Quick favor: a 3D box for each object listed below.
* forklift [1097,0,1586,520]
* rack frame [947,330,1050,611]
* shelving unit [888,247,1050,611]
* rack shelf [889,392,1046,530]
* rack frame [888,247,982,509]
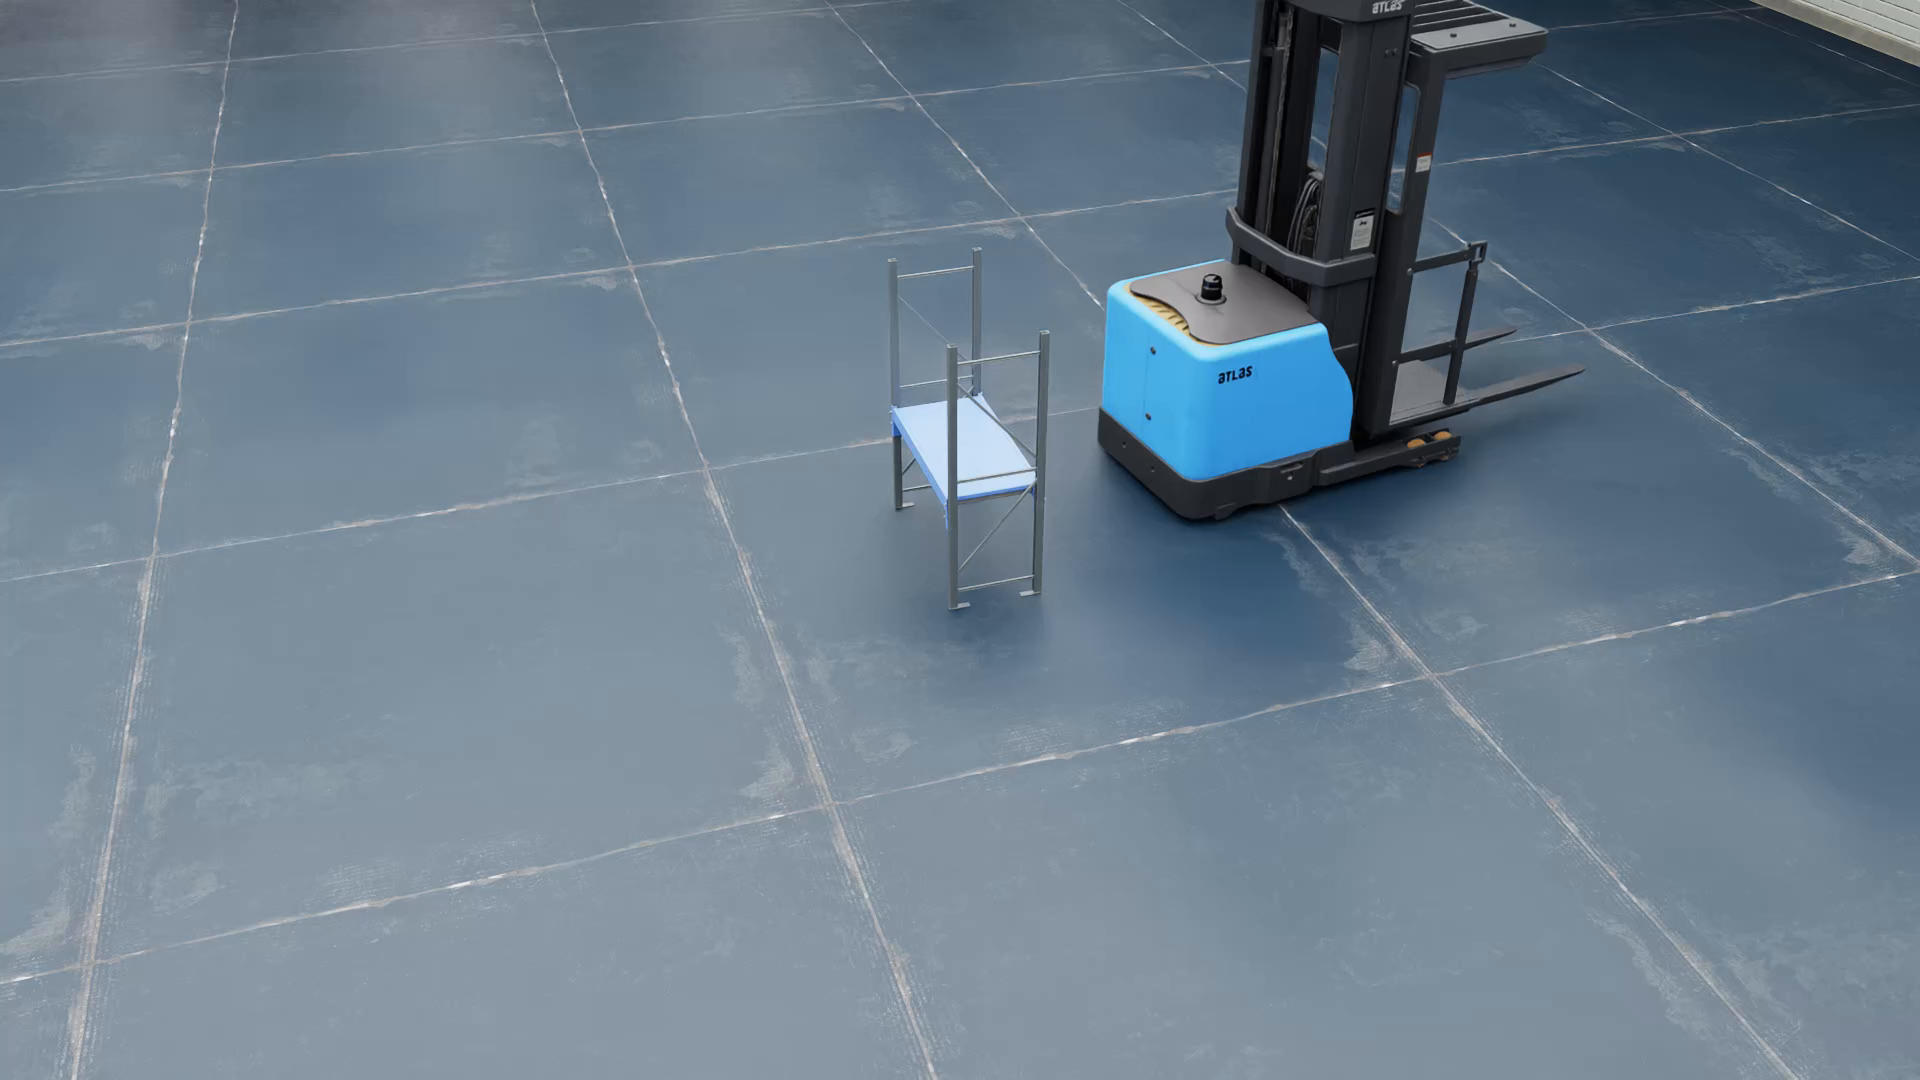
[{"bbox_3d":[2.365,-1.889,9.270,3.031,2.935,1.130,-15,36,-22],"label":"forklift"},{"bbox_3d":[0.181,-0.314,8.184,0.500,1.500,0.032,-10,35,-15],"label":"rack frame"},{"bbox_3d":[0.026,-0.581,8.588,0.538,1.500,1.048,-10,35,-15],"label":"shelving unit"},{"bbox_3d":[0.026,-0.431,8.687,0.538,0.185,1.000,-10,35,-15],"label":"rack shelf"},{"bbox_3d":[-0.129,-0.848,8.992,0.500,1.500,0.032,-10,35,-15],"label":"rack frame"}]
